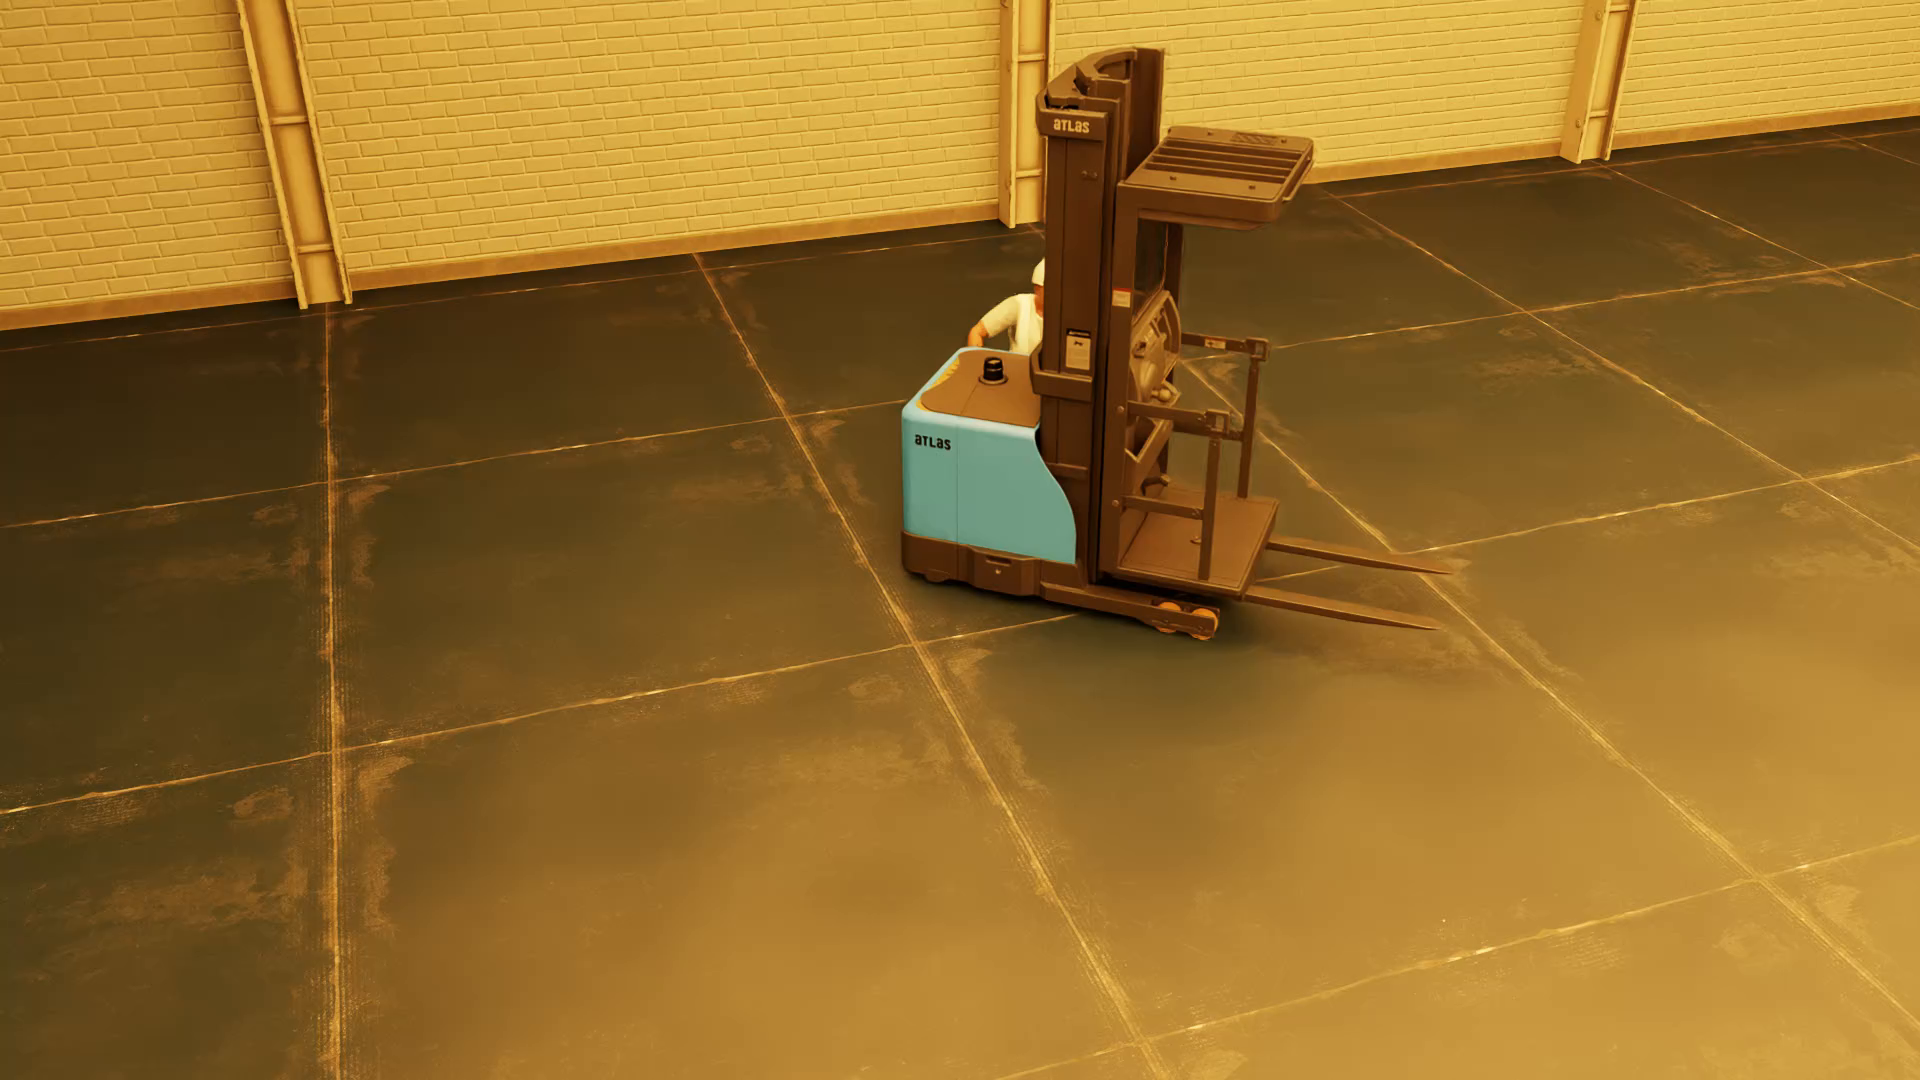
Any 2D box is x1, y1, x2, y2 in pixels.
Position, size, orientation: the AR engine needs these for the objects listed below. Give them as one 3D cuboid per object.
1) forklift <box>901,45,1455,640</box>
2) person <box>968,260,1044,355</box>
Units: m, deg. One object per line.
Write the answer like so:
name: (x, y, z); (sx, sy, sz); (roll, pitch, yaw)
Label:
forklift: (1.233, -1.025, 8.869); (3.031, 2.935, 1.130); (10, 32, 18)
person: (0.530, -0.883, 10.038); (0.923, 1.540, 0.882); (-8, 31, -13)
